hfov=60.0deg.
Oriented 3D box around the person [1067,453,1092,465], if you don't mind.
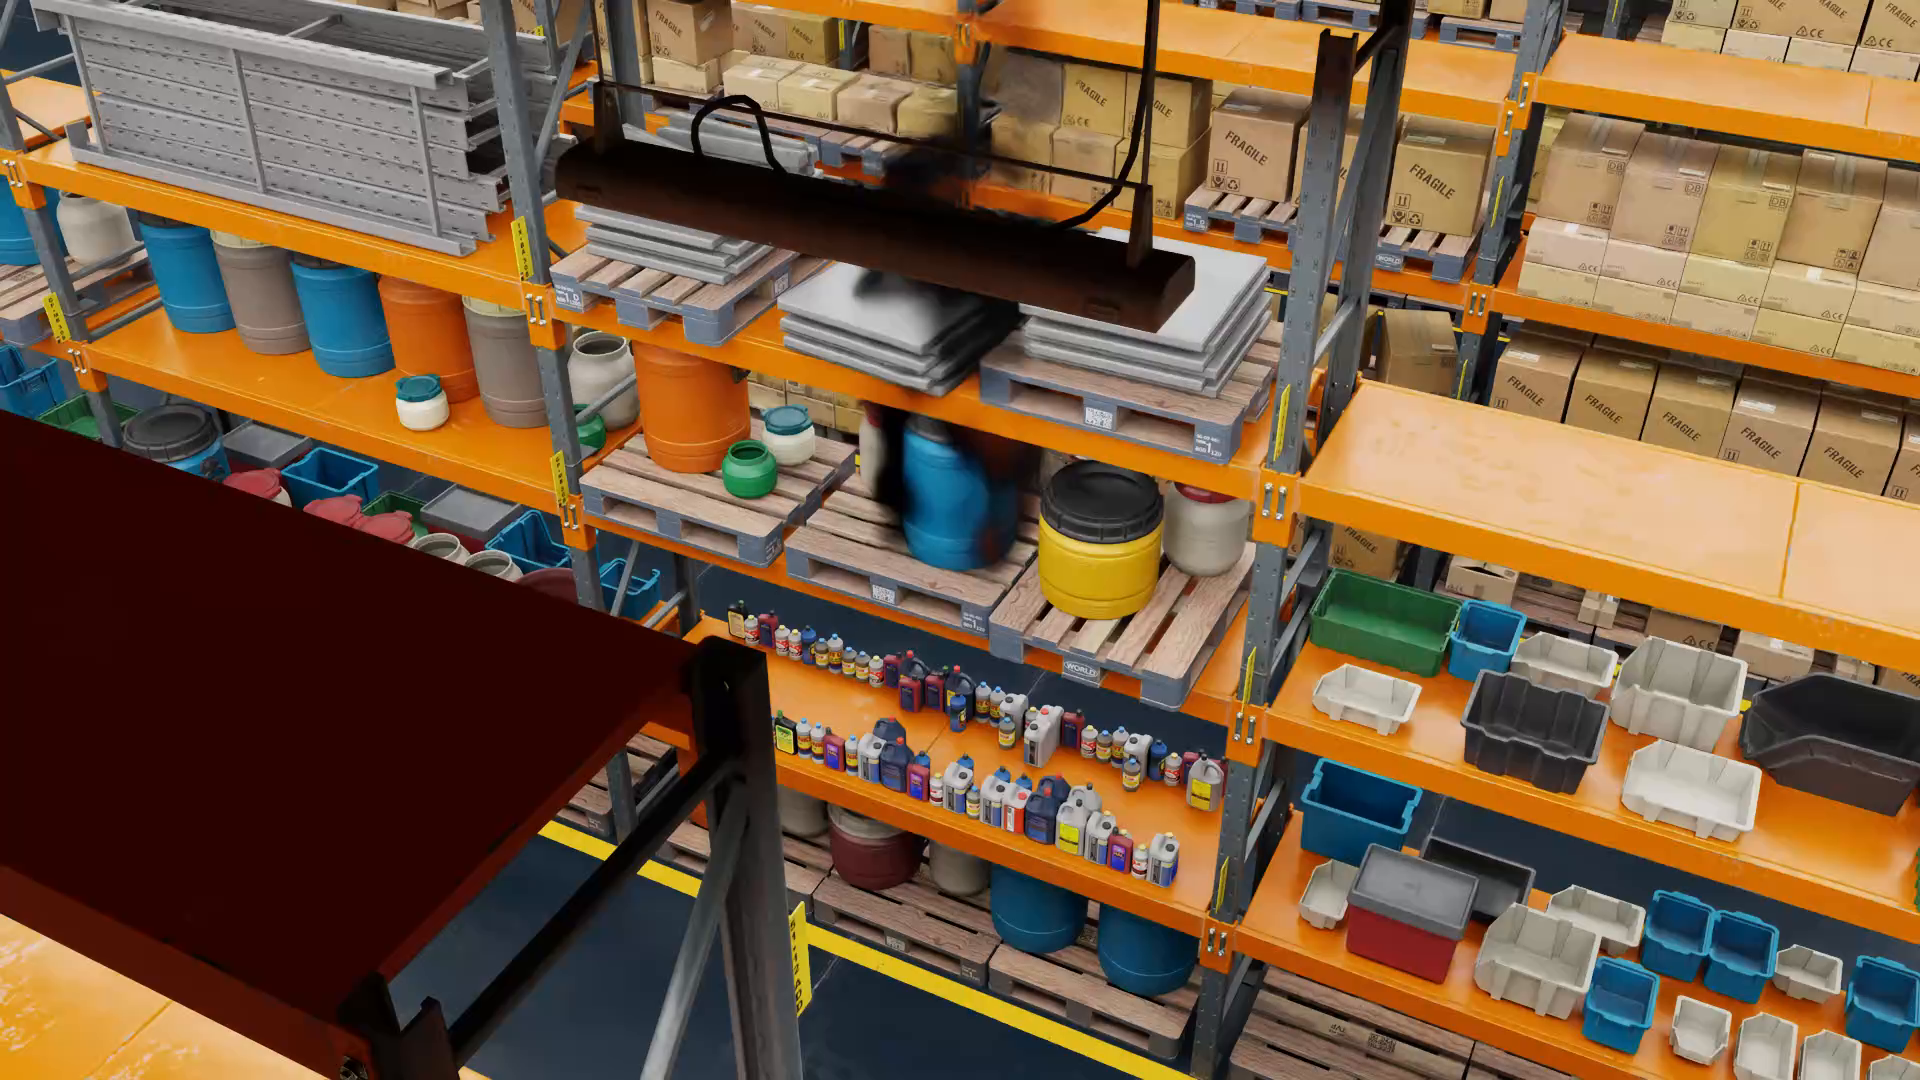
[{"bbox_3d":[0.819,0.004,11.846,0.567,1.746,0.678,11,37,16],"label":"person"}]
